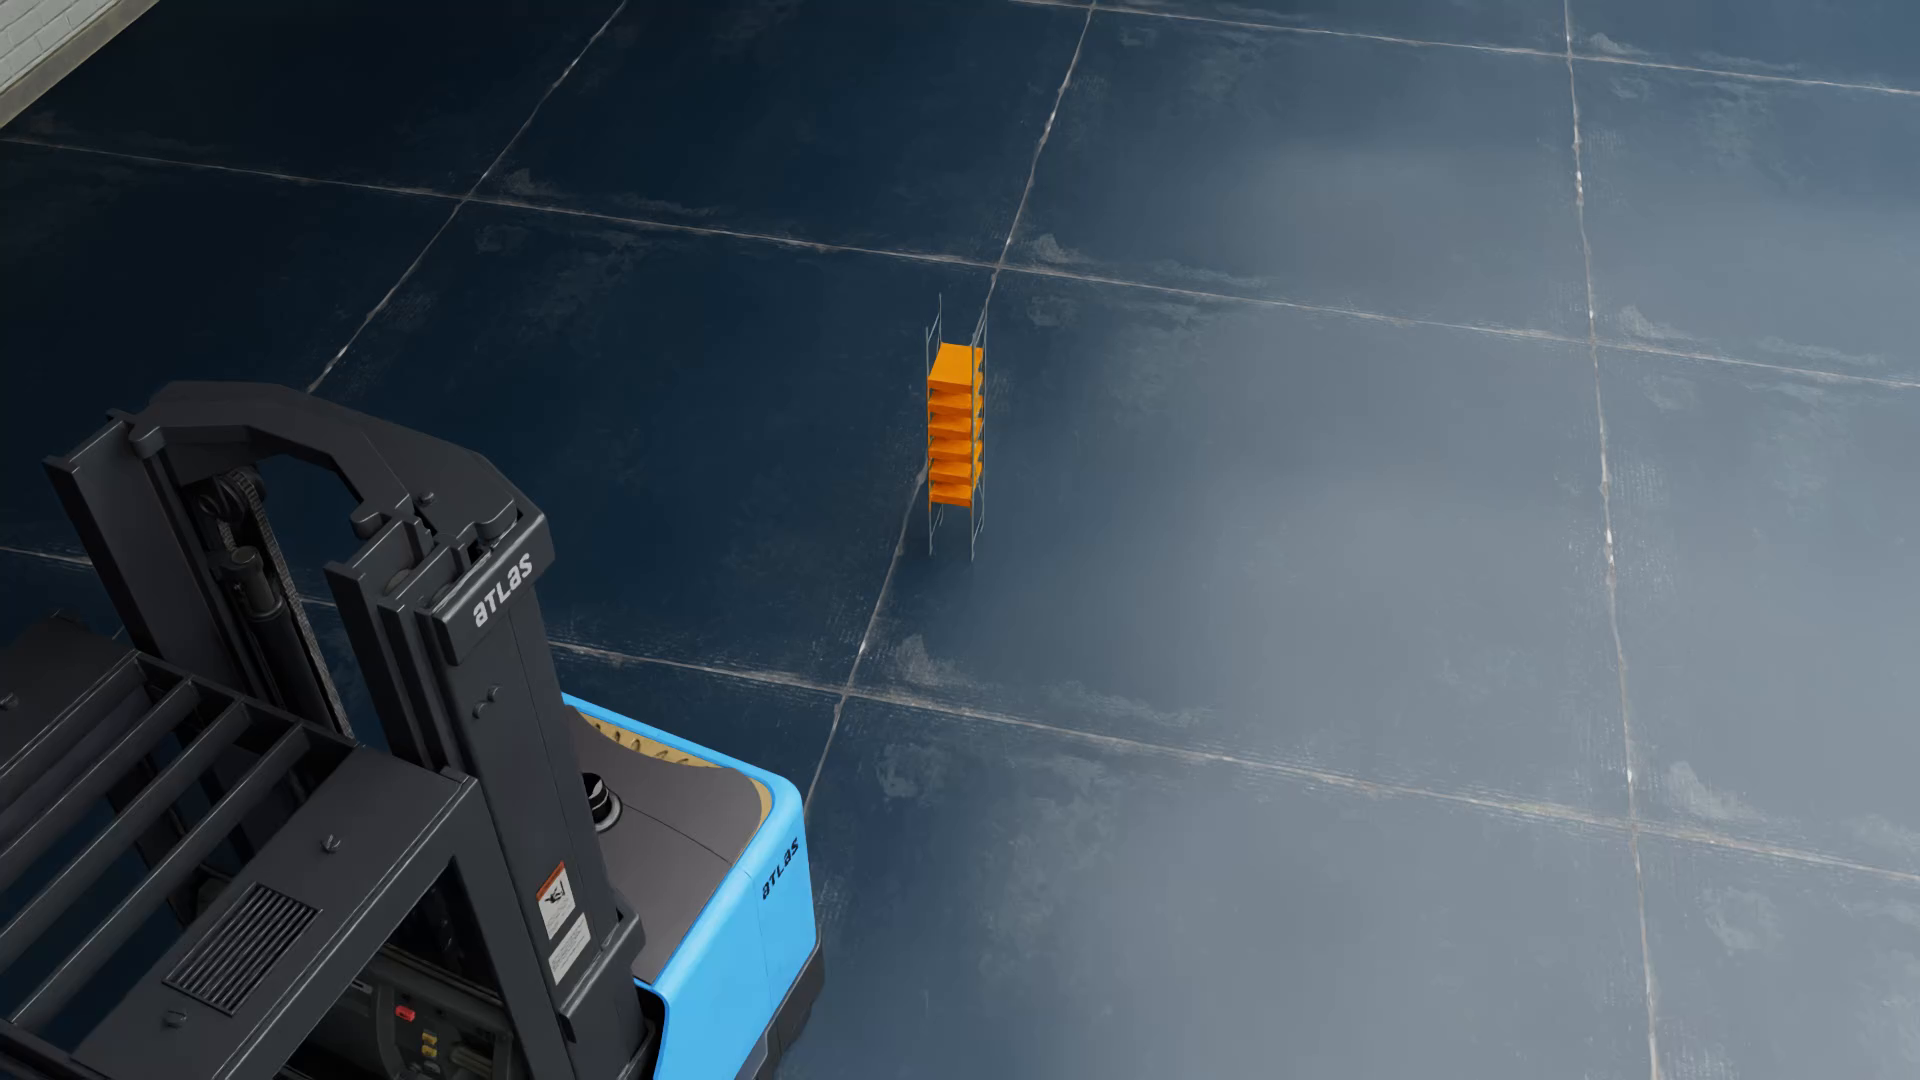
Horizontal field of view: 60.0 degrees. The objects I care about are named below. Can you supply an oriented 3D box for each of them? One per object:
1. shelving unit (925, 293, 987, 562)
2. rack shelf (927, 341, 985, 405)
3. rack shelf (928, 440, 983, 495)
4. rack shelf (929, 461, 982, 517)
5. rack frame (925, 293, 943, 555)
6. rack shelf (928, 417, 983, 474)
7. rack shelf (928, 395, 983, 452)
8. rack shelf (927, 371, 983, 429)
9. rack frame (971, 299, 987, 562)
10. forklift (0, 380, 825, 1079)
[{"bbox_3d":[-0.014,-0.434,6.796,0.189,1.200,0.258,9,45,9],"label":"shelving unit"},{"bbox_3d":[-0.014,-0.662,6.577,0.180,0.103,0.258,9,45,9],"label":"rack shelf"},{"bbox_3d":[-0.014,-0.316,6.910,0.180,0.103,0.258,9,45,9],"label":"rack shelf"},{"bbox_3d":[-0.014,-0.230,6.993,0.180,0.103,0.258,9,45,9],"label":"rack shelf"},{"bbox_3d":[-0.103,-0.448,6.811,0.006,1.200,0.240,9,45,9],"label":"rack frame"},{"bbox_3d":[-0.014,-0.402,6.827,0.180,0.103,0.258,9,45,9],"label":"rack shelf"},{"bbox_3d":[-0.014,-0.489,6.744,0.180,0.103,0.258,9,45,9],"label":"rack shelf"},{"bbox_3d":[-0.014,-0.575,6.661,0.180,0.103,0.258,9,45,9],"label":"rack shelf"},{"bbox_3d":[0.075,-0.421,6.782,0.006,1.200,0.240,9,45,9],"label":"rack frame"},{"bbox_3d":[-1.533,1.226,3.822,1.130,2.935,3.031,18,47,18],"label":"forklift"}]
